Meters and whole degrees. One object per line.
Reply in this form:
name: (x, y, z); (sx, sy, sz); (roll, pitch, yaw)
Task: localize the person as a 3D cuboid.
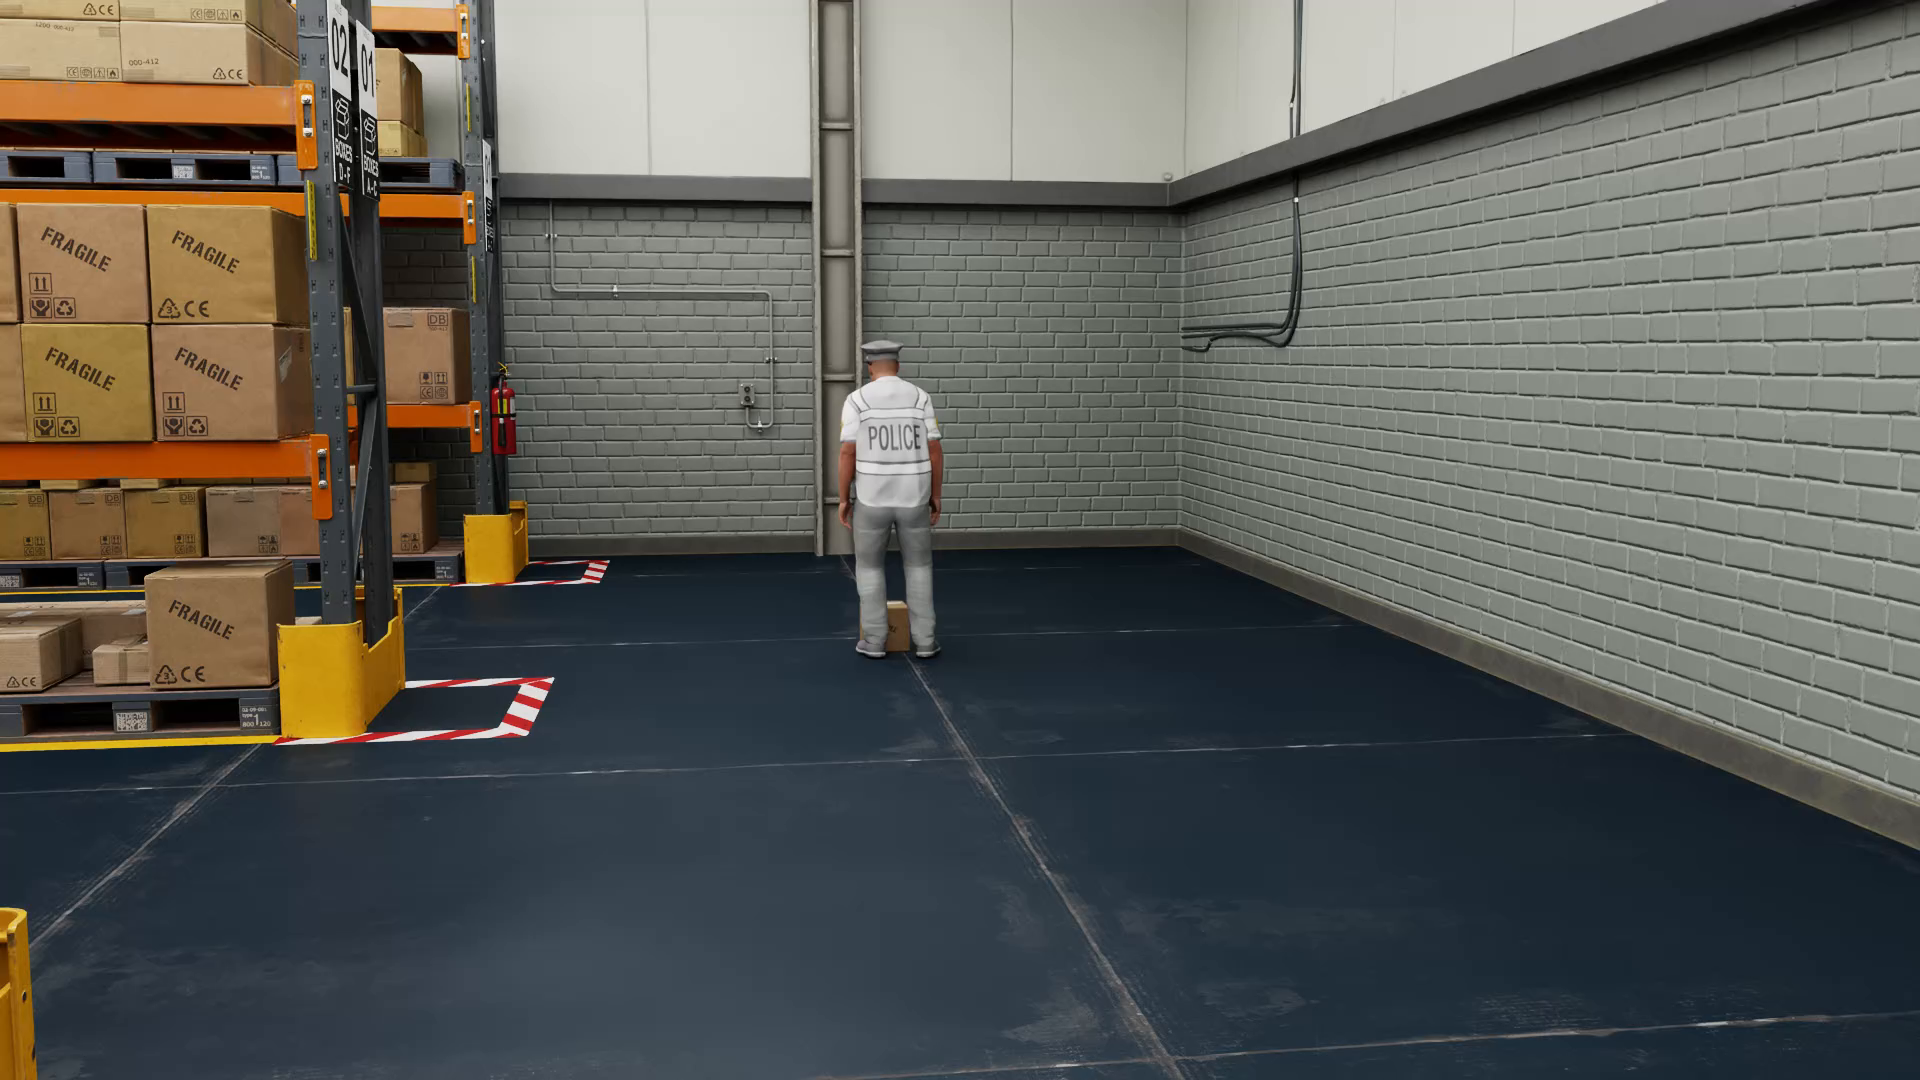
person: (-0.381, -0.222, 9.156); (0.595, 1.746, 0.480); (-1, 7, -12)
